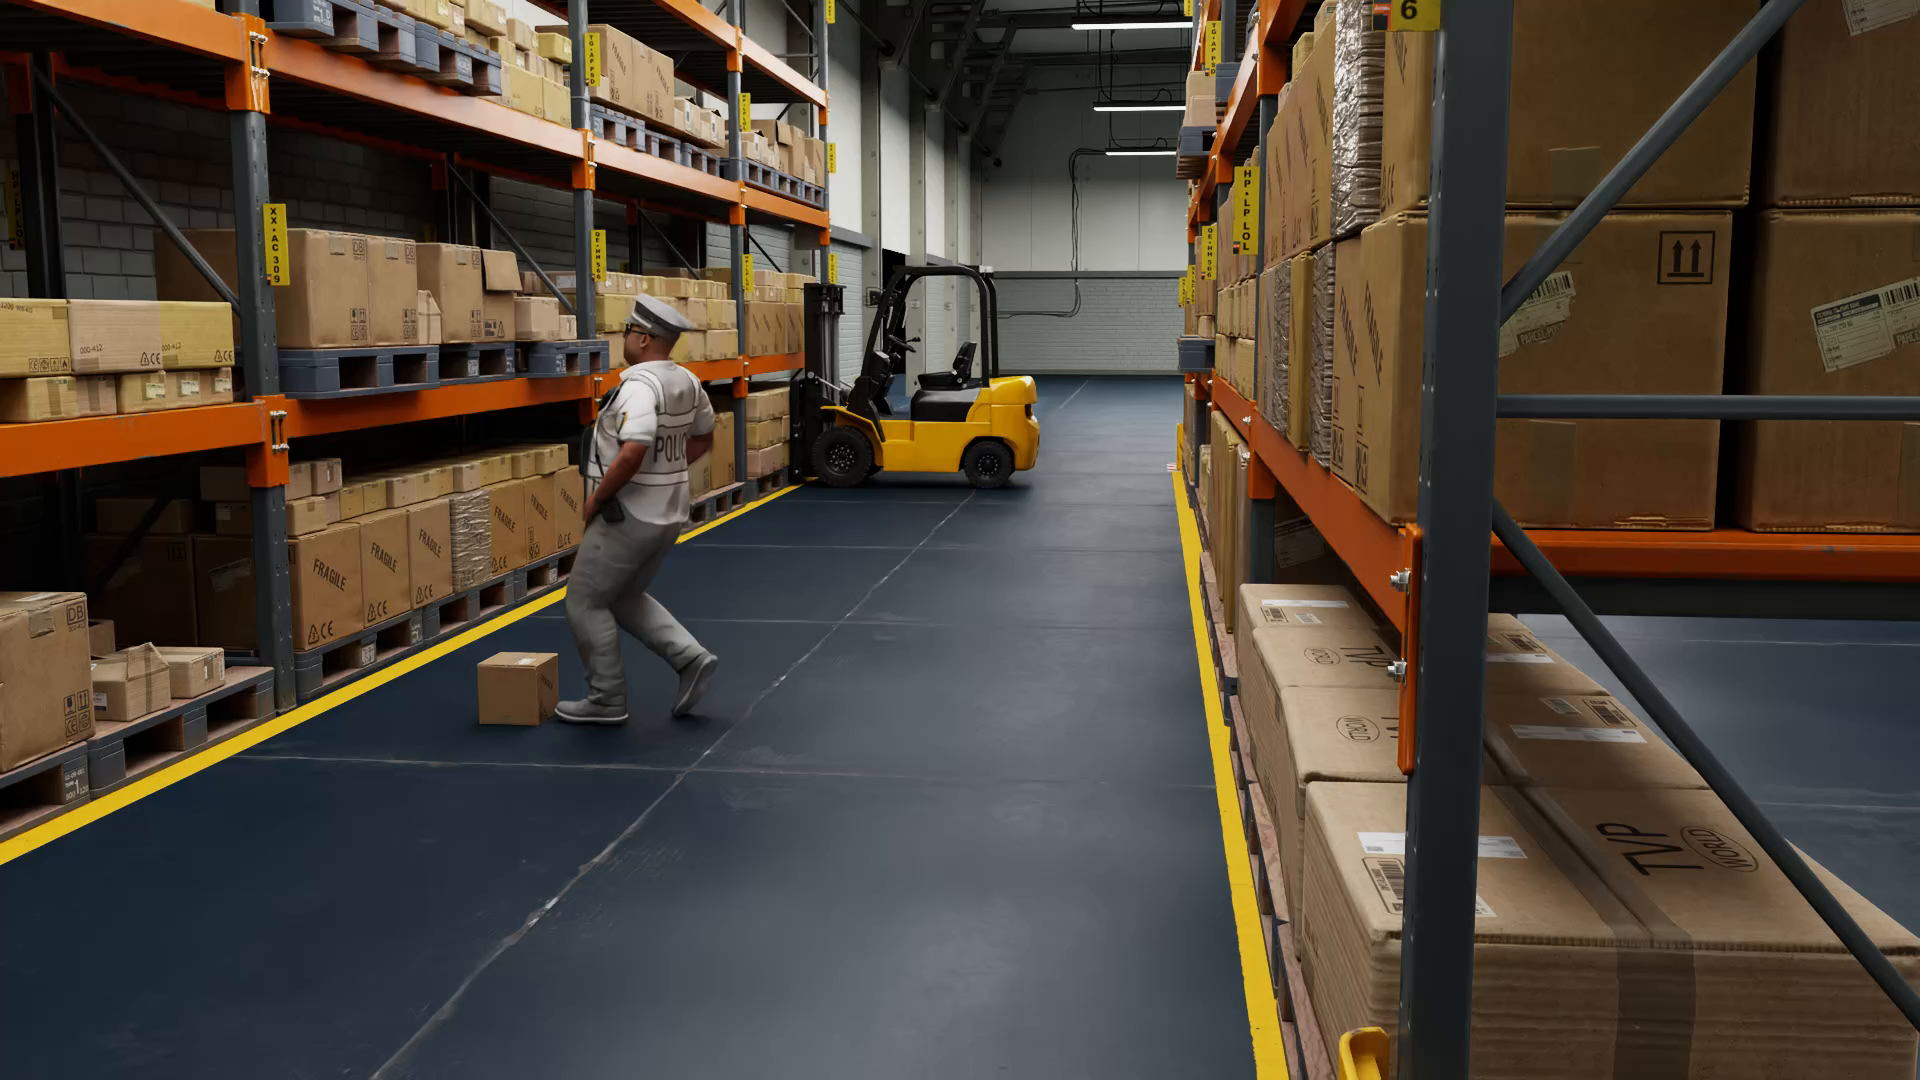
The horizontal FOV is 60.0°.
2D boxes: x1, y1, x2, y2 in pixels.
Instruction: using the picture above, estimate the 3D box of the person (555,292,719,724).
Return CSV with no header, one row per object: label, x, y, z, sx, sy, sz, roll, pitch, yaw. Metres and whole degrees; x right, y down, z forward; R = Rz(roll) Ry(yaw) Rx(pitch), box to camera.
person,-1.349,-0.109,6.675,0.648,1.755,0.702,2,8,13
